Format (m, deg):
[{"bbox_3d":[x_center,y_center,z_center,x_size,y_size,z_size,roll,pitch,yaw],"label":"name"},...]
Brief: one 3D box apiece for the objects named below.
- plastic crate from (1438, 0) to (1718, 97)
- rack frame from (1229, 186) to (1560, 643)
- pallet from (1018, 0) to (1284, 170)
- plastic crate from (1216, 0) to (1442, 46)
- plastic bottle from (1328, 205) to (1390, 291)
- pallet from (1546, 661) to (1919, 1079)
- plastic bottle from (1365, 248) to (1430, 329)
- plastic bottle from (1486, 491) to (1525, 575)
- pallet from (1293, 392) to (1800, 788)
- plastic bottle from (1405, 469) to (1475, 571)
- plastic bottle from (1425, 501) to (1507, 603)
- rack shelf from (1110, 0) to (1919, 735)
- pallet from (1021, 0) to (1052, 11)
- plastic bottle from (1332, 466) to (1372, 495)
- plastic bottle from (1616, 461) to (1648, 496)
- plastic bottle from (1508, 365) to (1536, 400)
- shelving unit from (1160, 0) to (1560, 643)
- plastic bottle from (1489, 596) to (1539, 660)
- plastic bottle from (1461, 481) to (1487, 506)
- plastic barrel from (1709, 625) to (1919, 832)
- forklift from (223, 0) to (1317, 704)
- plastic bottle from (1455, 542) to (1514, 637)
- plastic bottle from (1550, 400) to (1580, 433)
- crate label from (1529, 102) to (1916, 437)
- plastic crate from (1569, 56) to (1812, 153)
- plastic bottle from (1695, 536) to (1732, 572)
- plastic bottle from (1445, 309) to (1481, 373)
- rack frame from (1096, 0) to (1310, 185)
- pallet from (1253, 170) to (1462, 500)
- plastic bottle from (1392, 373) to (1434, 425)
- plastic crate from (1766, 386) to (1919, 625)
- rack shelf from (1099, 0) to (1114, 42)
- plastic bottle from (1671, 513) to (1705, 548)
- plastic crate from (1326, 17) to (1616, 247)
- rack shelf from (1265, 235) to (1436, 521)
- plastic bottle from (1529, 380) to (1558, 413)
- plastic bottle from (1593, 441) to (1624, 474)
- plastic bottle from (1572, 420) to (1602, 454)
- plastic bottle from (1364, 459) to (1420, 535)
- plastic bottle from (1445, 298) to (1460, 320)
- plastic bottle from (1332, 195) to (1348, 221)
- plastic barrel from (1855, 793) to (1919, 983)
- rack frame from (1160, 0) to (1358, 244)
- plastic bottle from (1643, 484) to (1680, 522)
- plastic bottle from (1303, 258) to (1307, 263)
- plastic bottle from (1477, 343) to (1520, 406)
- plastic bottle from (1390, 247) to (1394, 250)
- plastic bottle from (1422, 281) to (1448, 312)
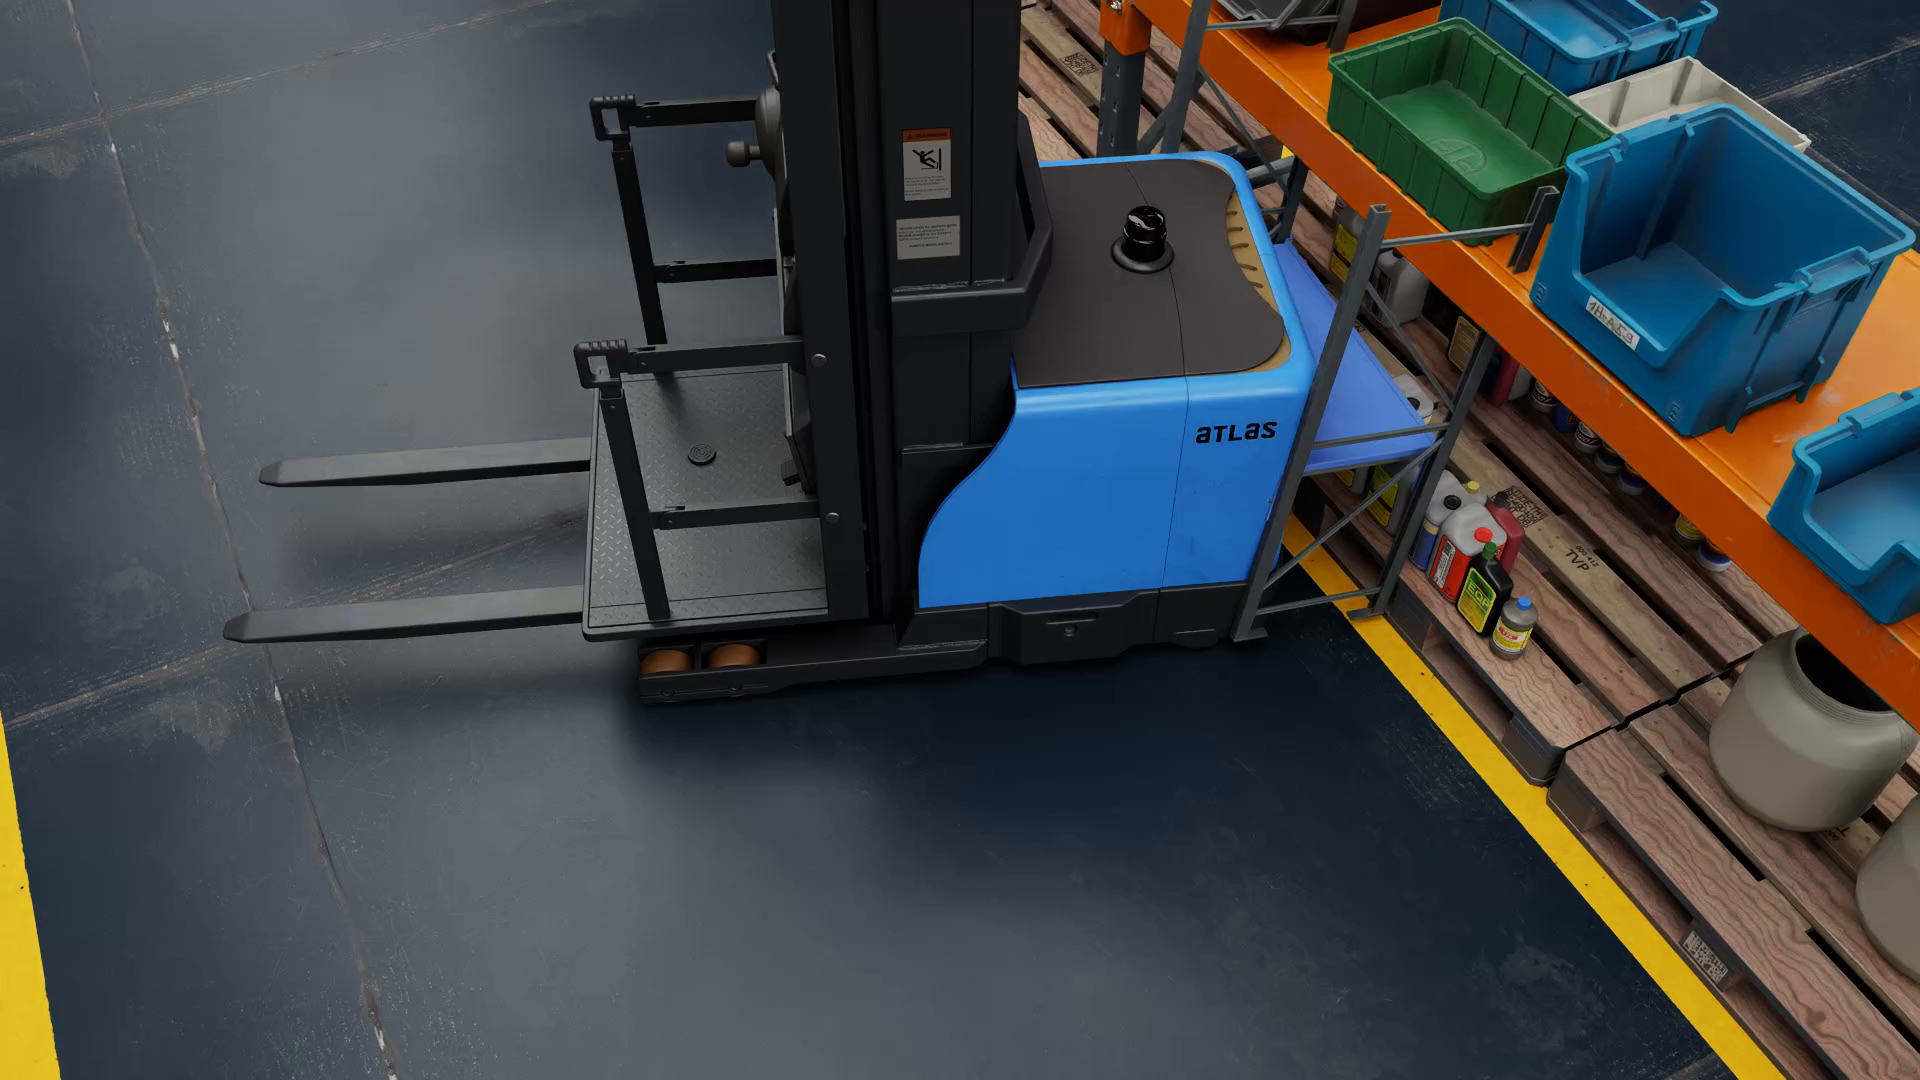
[{"bbox_3d":[1.691,-1.446,4.620,0.499,0.251,0.616,-21,52,-18],"label":"plastic crate"},{"bbox_3d":[1.107,-0.272,4.412,0.500,1.500,0.032,-9,48,-16],"label":"rack frame"},{"bbox_3d":[0.549,-1.736,6.628,1.003,0.211,1.213,-21,52,-18],"label":"pallet"},{"bbox_3d":[1.070,-1.727,4.809,0.767,0.338,0.504,-21,52,-18],"label":"plastic crate"},{"bbox_3d":[1.366,-1.033,5.628,0.144,0.351,0.185,-21,52,-18],"label":"plastic bottle"},{"bbox_3d":[2.330,0.873,4.346,1.003,0.211,1.213,-21,52,-18],"label":"pallet"},{"bbox_3d":[1.462,-0.862,5.528,0.152,0.276,0.135,-21,52,-18],"label":"plastic bottle"},{"bbox_3d":[1.547,-0.009,4.777,0.061,0.283,0.133,-21,52,-18],"label":"plastic bottle"},{"bbox_3d":[1.776,0.058,5.059,1.003,0.211,1.213,-21,52,-18],"label":"pallet"},{"bbox_3d":[1.389,-0.062,4.829,0.152,0.276,0.135,-23,53,-19],"label":"plastic bottle"},{"bbox_3d":[1.452,0.031,4.747,0.152,0.276,0.135,-21,52,-17],"label":"plastic bottle"},{"bbox_3d":[1.858,-0.566,4.230,1.077,0.370,4.000,-21,52,-18],"label":"rack shelf"},{"bbox_3d":[-0.013,-2.554,7.343,1.003,0.211,1.213,-21,52,-18],"label":"pallet"},{"bbox_3d":[1.224,-0.321,5.005,0.144,0.351,0.185,-22,52,-18],"label":"plastic bottle"},{"bbox_3d":[2.064,-0.261,5.006,0.097,0.271,0.097,0,49,0],"label":"plastic bottle"},{"bbox_3d":[1.801,-0.603,5.302,0.152,0.276,0.135,-20,52,-17],"label":"plastic bottle"},{"bbox_3d":[0.952,-0.628,4.741,0.538,1.500,1.048,-9,48,-16],"label":"shelving unit"},{"bbox_3d":[1.543,0.234,4.620,0.097,0.201,0.097,0,49,0],"label":"plastic bottle"},{"bbox_3d":[1.491,-0.093,4.905,0.097,0.201,0.097,0,49,0],"label":"plastic bottle"},{"bbox_3d":[2.175,0.467,4.223,0.421,0.512,0.421,0,49,0],"label":"plastic barrel"},{"bbox_3d":[-0.621,-0.914,4.102,3.031,2.935,1.130,-5,49,-4],"label":"forklift"},{"bbox_3d":[1.474,0.135,4.652,0.061,0.283,0.133,-20,52,-17],"label":"plastic bottle"},{"bbox_3d":[1.926,-0.464,5.183,0.097,0.271,0.097,0,49,0],"label":"plastic bottle"},{"bbox_3d":[1.691,-0.615,3.772,0.502,0.435,0.616,-21,52,-18],"label":"crate label"},{"bbox_3d":[1.911,-1.055,4.356,0.530,0.136,0.437,-21,52,-18],"label":"plastic crate"},{"bbox_3d":[2.221,-0.032,4.806,0.097,0.271,0.097,0,49,0],"label":"plastic bottle"},{"bbox_3d":[1.650,-0.663,5.350,0.061,0.283,0.133,-21,52,-18],"label":"plastic bottle"},{"bbox_3d":[0.943,-2.142,5.130,1.000,3.000,0.127,-21,52,-18],"label":"rack frame"},{"bbox_3d":[1.213,-0.760,5.774,1.003,0.211,1.213,-21,52,-18],"label":"pallet"},{"bbox_3d":[1.345,-0.364,5.093,0.152,0.276,0.135,-21,52,-18],"label":"plastic bottle"},{"bbox_3d":[1.986,-0.084,3.430,0.499,0.251,0.408,-21,52,-18],"label":"plastic crate"},{"bbox_3d":[0.028,-3.243,6.572,1.077,0.370,4.000,-21,52,-18],"label":"rack shelf"},{"bbox_3d":[2.174,-0.078,4.892,0.097,0.201,0.097,0,49,0],"label":"plastic bottle"},{"bbox_3d":[1.313,-1.066,4.331,0.450,0.188,0.662,-21,52,-18],"label":"plastic crate"},{"bbox_3d":[0.934,-0.502,4.868,0.538,0.185,1.000,-9,48,-16],"label":"rack shelf"},{"bbox_3d":[1.879,-0.509,5.269,0.097,0.201,0.097,0,49,0],"label":"plastic bottle"},{"bbox_3d":[2.018,-0.328,5.065,0.097,0.271,0.097,0,49,0],"label":"plastic bottle"},{"bbox_3d":[1.973,-0.372,5.149,0.097,0.201,0.097,0,49,0],"label":"plastic bottle"},{"bbox_3d":[1.309,-0.196,4.896,0.144,0.351,0.185,-19,52,-16],"label":"plastic bottle"},{"bbox_3d":[1.693,-0.837,5.502,0.061,0.283,0.133,-18,51,-15],"label":"plastic bottle"},{"bbox_3d":[1.386,-1.230,5.900,0.097,0.201,0.097,0,49,0],"label":"plastic bottle"},{"bbox_3d":[2.404,0.802,3.930,0.421,0.512,0.421,0,49,0],"label":"plastic barrel"},{"bbox_3d":[0.797,-0.984,5.069,0.500,1.500,0.032,-9,48,-16],"label":"rack frame"},{"bbox_3d":[2.134,-0.194,4.939,0.061,0.283,0.133,-20,52,-17],"label":"plastic bottle"},{"bbox_3d":[1.072,-0.781,5.408,0.144,0.351,0.185,-21,52,-18],"label":"plastic bottle"},{"bbox_3d":[1.706,-0.569,5.267,0.061,0.283,0.133,-21,52,-18],"label":"plastic bottle"},{"bbox_3d":[1.494,-1.083,5.672,0.144,0.351,0.185,-22,53,-18],"label":"plastic bottle"},{"bbox_3d":[1.582,-0.954,5.559,0.144,0.351,0.185,-24,53,-19],"label":"plastic bottle"}]
